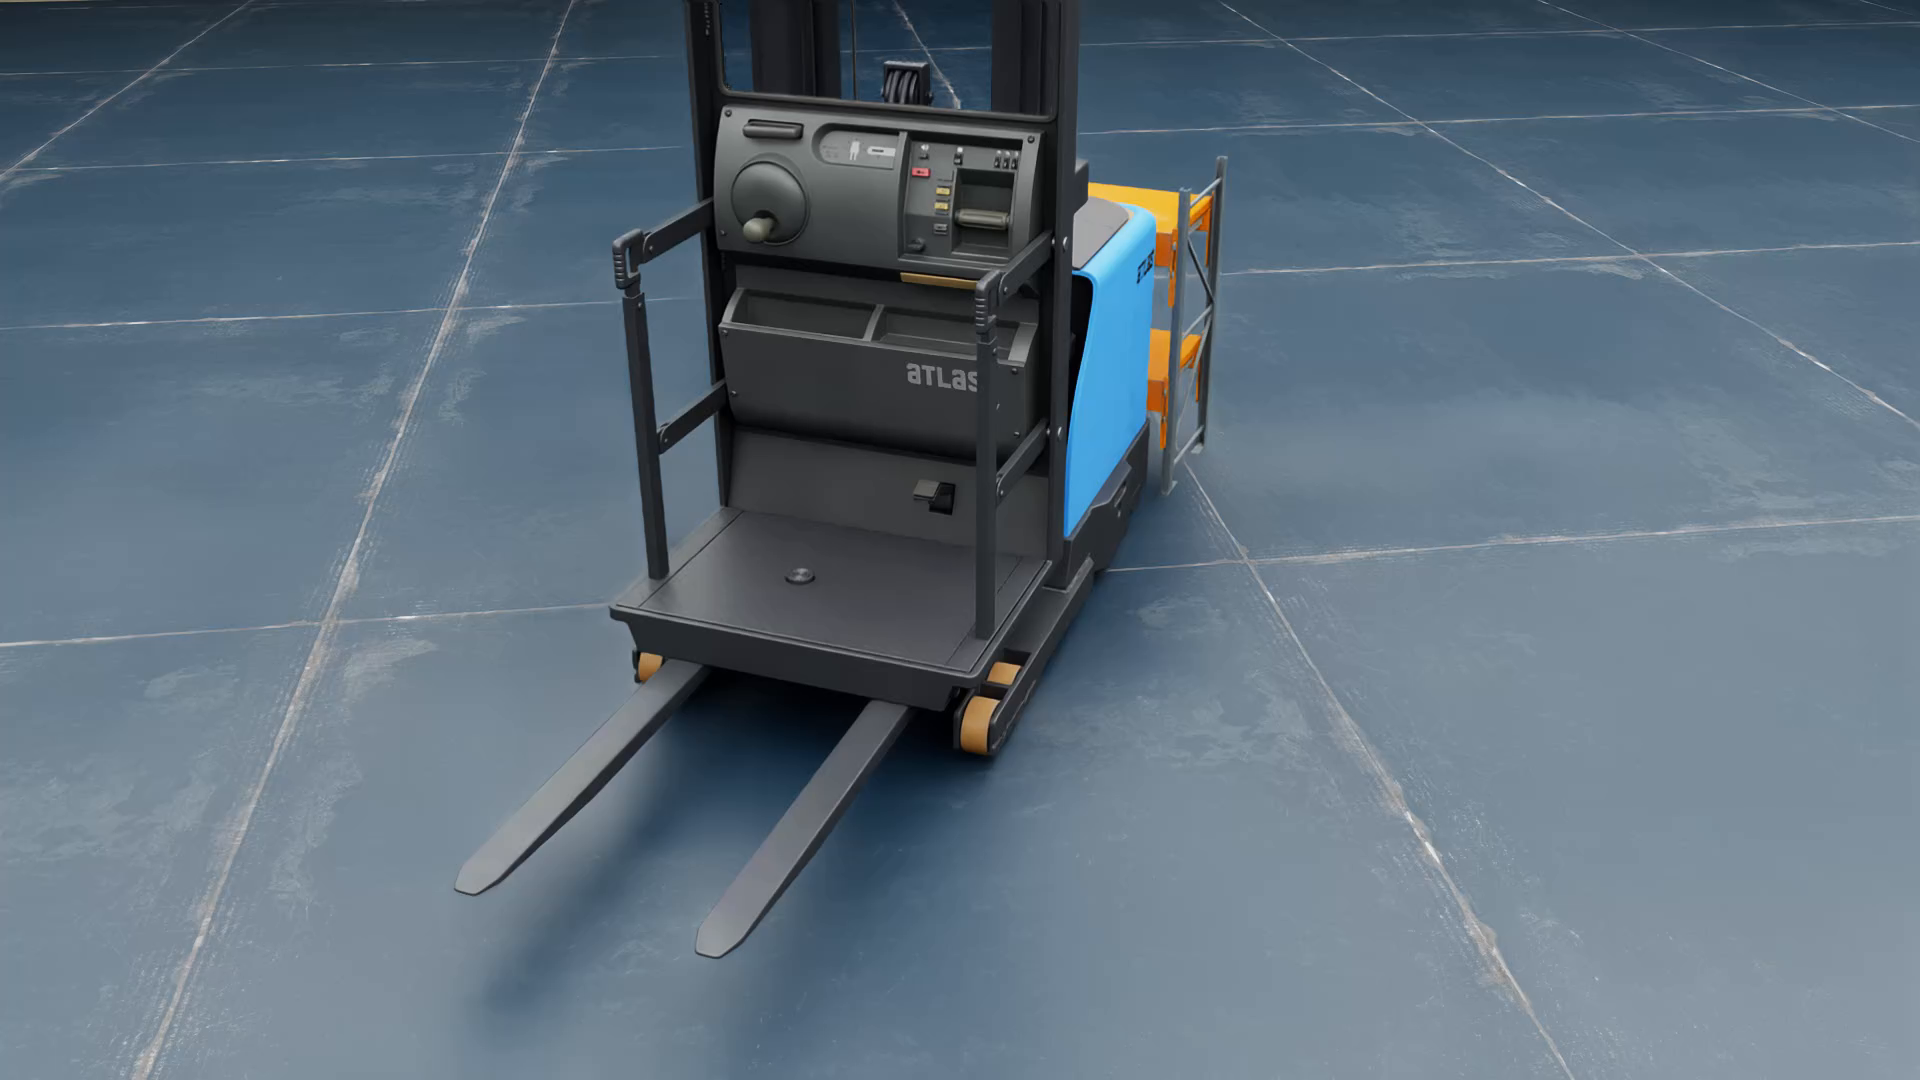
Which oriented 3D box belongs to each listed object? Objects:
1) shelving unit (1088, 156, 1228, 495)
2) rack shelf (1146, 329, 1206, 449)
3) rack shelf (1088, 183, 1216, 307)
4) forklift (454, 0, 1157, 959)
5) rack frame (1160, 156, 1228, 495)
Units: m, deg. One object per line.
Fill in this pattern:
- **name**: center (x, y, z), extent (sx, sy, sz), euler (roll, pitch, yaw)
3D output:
- **shelving unit**: center (0.381, -0.866, 6.205), extent (1.048, 1.125, 0.538), euler (11, 29, 21)
- **rack shelf**: center (0.381, -0.648, 6.317), extent (1.000, 0.278, 0.538), euler (11, 29, 21)
- **rack shelf**: center (0.381, -1.126, 6.072), extent (1.000, 0.278, 0.538), euler (11, 29, 21)
- **forklift**: center (-0.307, -0.919, 4.331), extent (1.130, 2.935, 3.031), euler (9, 29, 18)
- **rack frame**: center (0.847, -0.773, 6.024), extent (0.032, 1.125, 0.500), euler (11, 29, 21)
